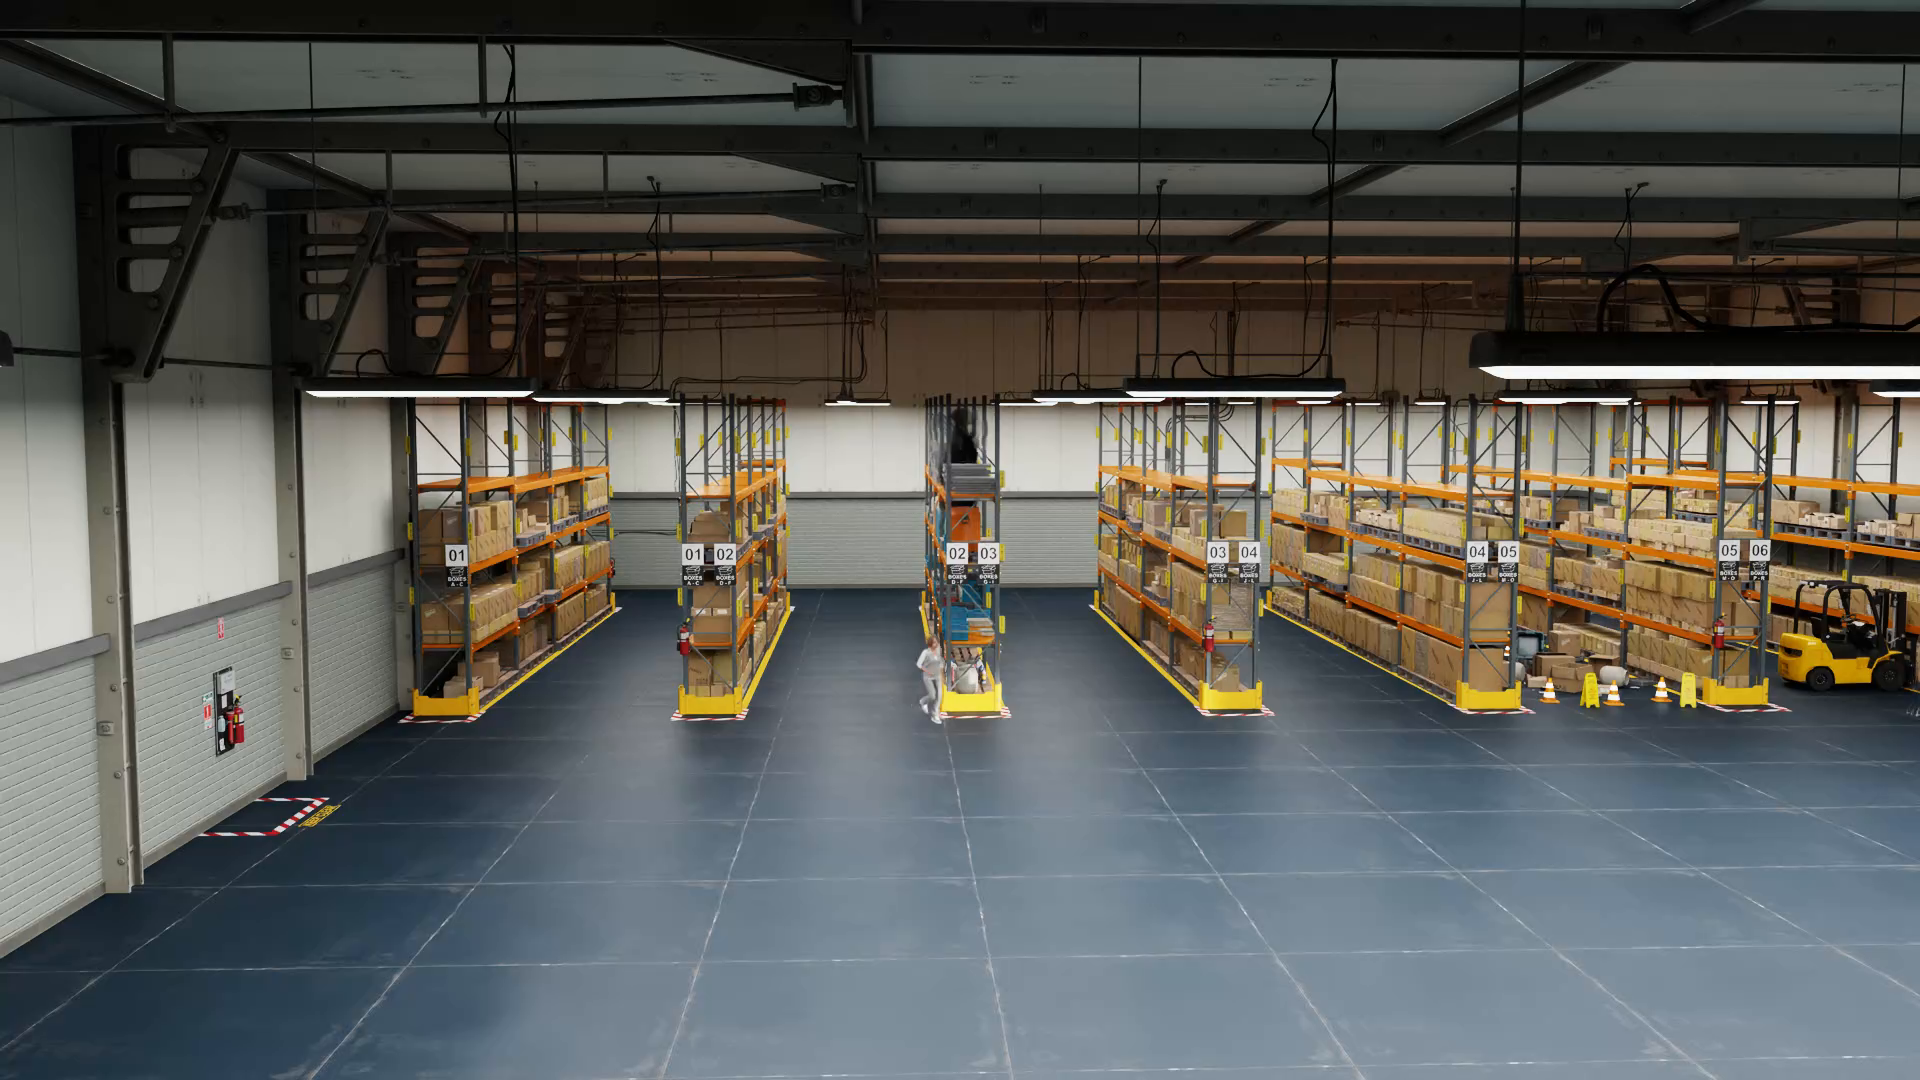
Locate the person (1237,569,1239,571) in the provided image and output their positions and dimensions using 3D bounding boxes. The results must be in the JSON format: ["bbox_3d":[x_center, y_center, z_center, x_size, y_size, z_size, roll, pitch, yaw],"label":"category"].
[{"bbox_3d":[7.778,1.308,45.261,0.593,1.665,0.593,0,5,3],"label":"person"}]

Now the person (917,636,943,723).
[{"bbox_3d":[-0.533,2.554,30.483,0.576,1.566,0.611,-3,5,-33],"label":"person"}]

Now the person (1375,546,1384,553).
[{"bbox_3d":[12.521,0.954,49.344,0.747,1.692,0.621,0,5,-5],"label":"person"}]
